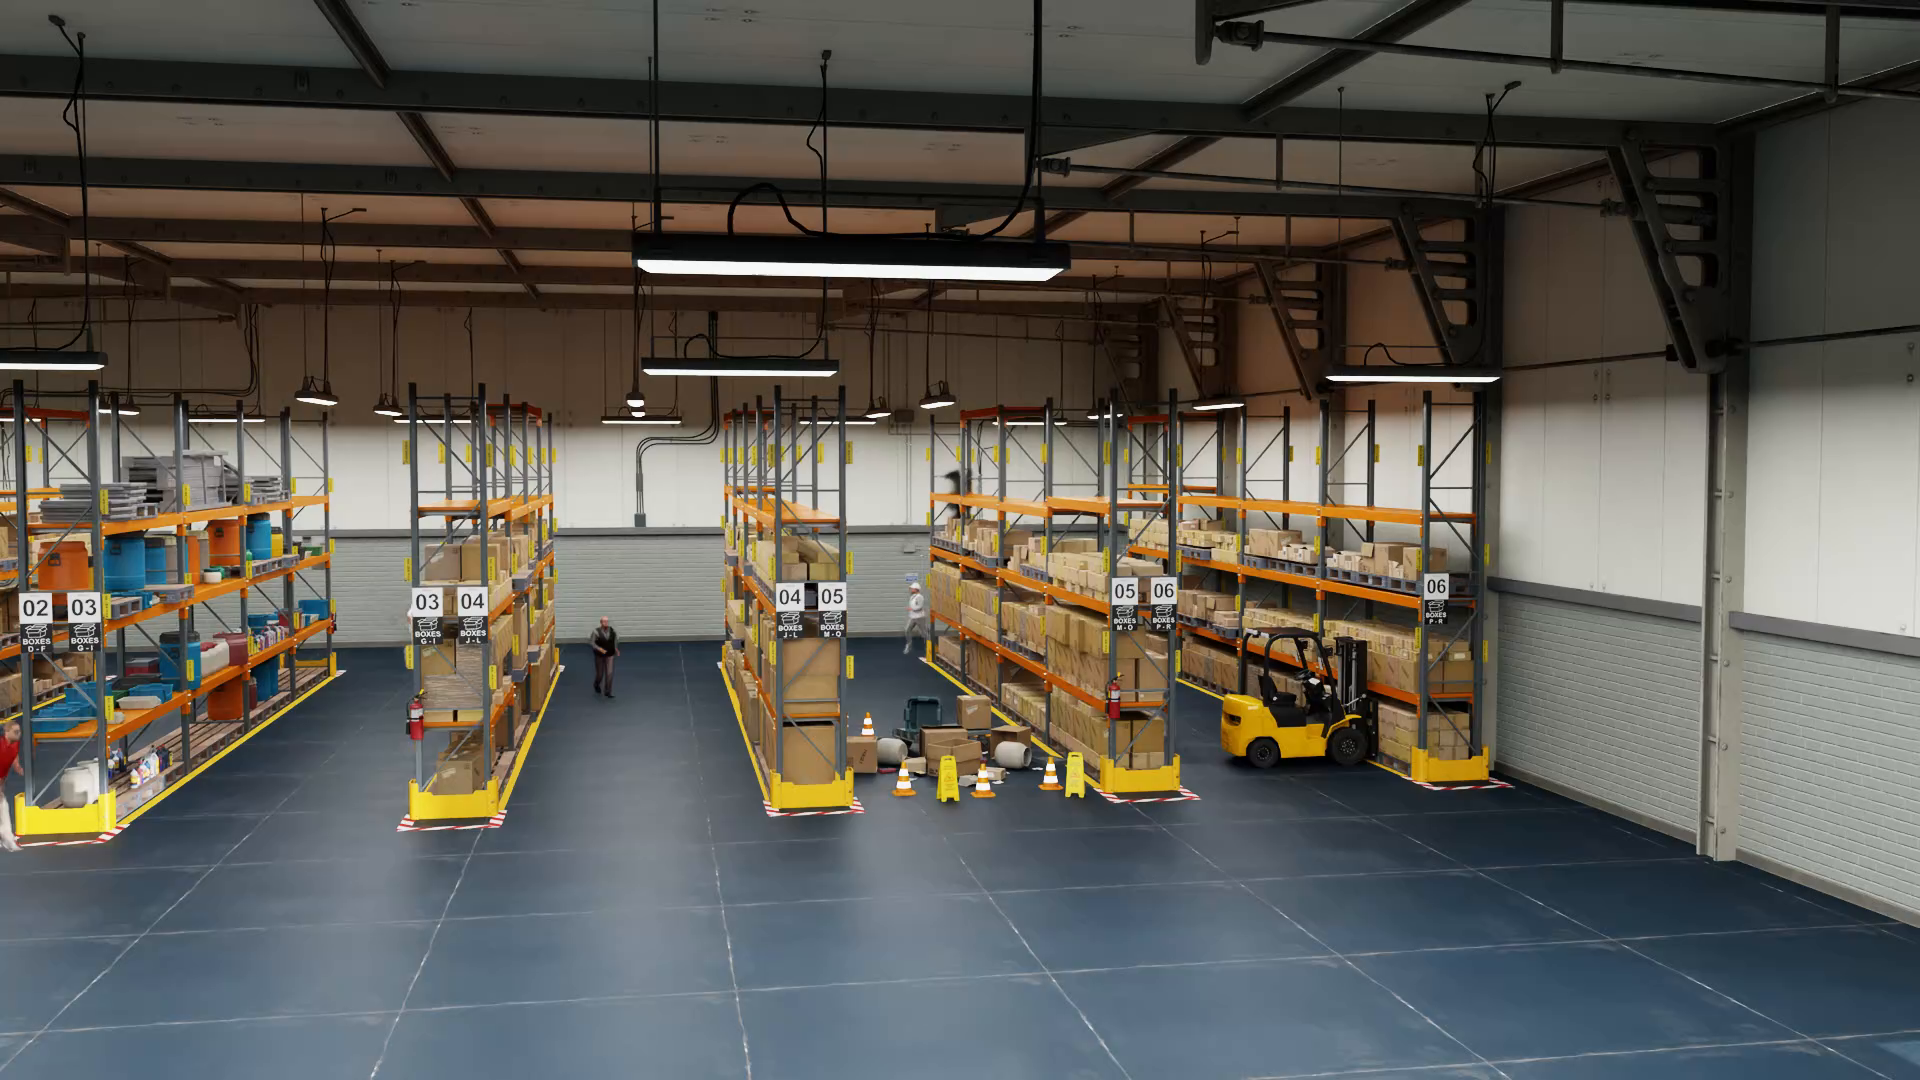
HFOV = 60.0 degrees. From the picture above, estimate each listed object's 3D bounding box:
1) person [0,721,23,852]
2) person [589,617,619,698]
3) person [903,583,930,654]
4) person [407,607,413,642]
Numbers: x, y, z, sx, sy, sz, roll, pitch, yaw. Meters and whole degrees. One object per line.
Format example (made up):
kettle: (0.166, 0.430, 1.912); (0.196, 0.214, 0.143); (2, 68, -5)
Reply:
person: (-12.381, 3.140, 21.125); (1.008, 1.700, 0.709); (1, 3, 12)
person: (-7.417, 2.416, 34.538); (0.647, 1.689, 0.877); (-1, 3, -26)
person: (-1.049, 1.979, 42.076); (0.837, 1.812, 0.660); (-1, 3, -24)
person: (-12.929, 2.142, 39.700); (0.531, 1.709, 0.703); (1, 3, 16)
